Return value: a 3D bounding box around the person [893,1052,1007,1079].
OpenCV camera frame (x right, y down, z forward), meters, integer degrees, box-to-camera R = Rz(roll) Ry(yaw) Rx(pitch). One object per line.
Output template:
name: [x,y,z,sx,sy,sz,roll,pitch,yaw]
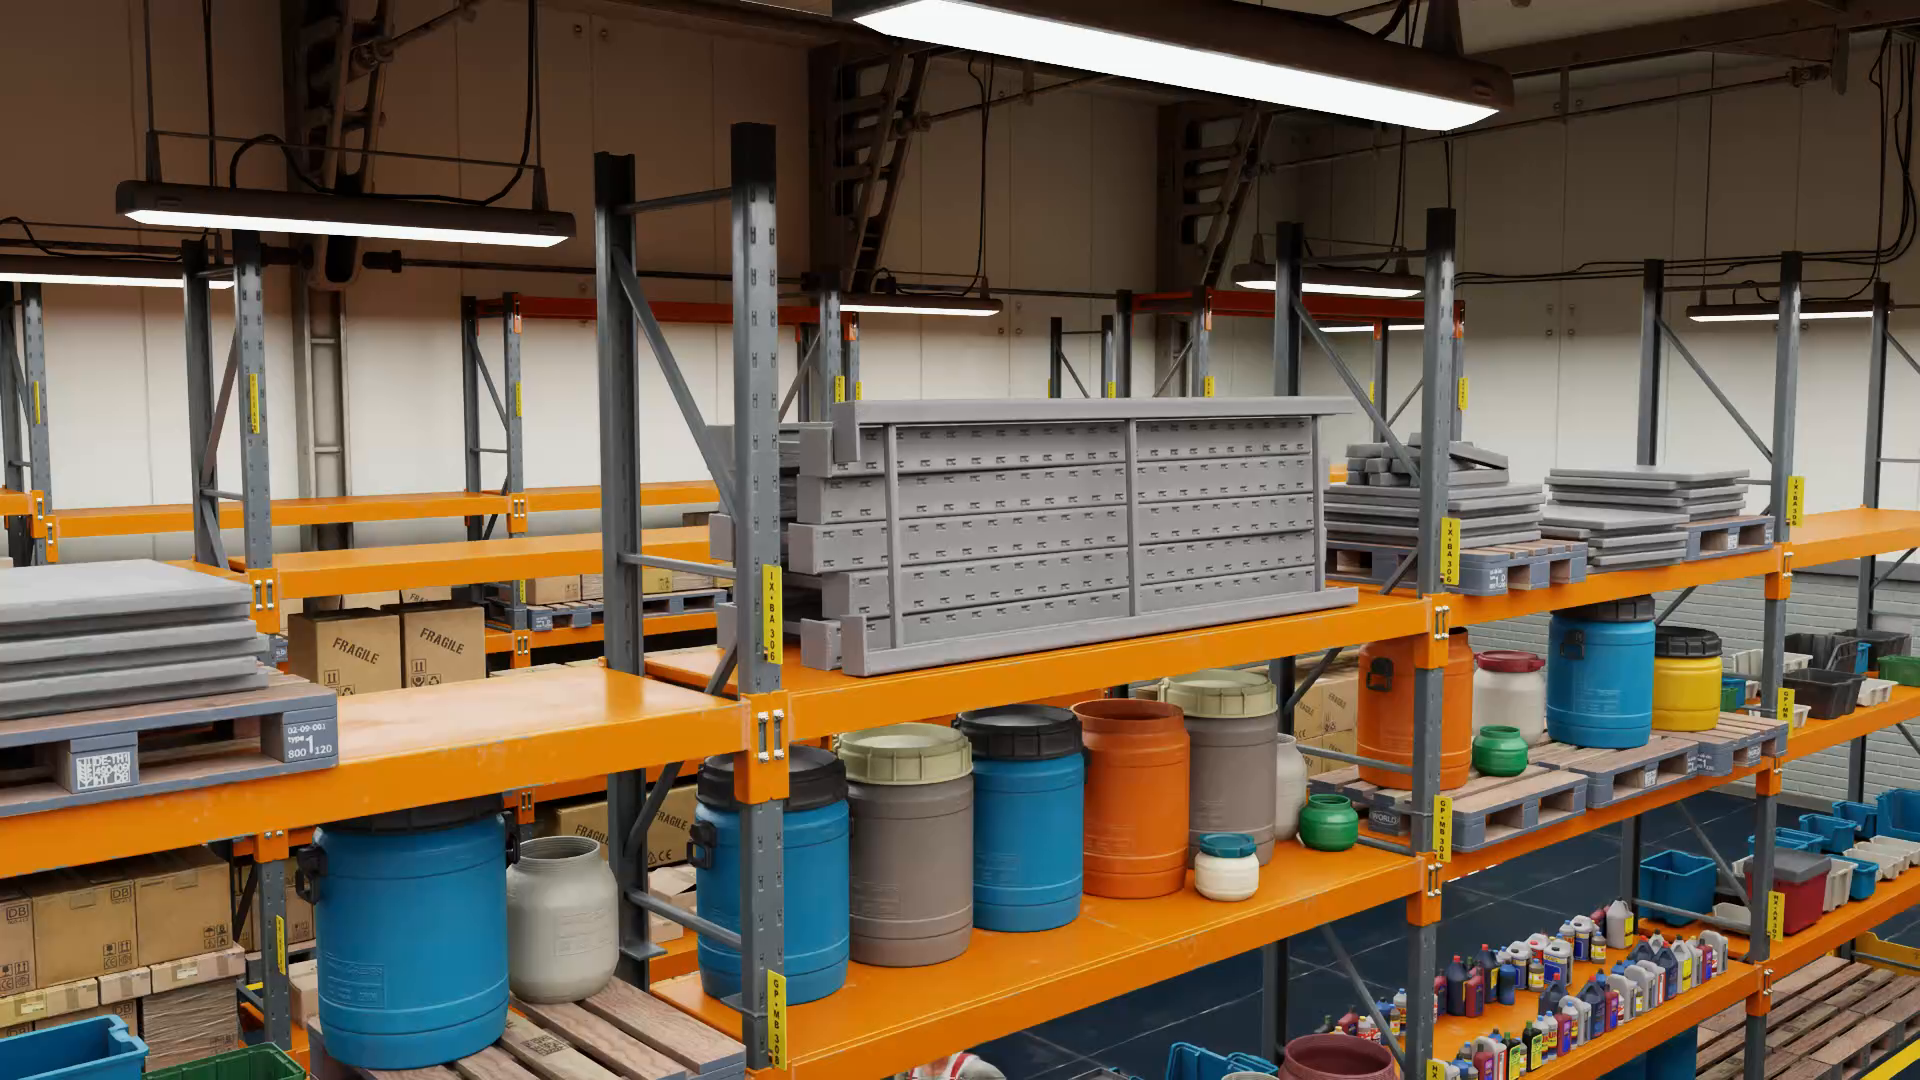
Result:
person: [-0.089,3.394,9.069,0.680,1.820,0.900,5,7,43]
